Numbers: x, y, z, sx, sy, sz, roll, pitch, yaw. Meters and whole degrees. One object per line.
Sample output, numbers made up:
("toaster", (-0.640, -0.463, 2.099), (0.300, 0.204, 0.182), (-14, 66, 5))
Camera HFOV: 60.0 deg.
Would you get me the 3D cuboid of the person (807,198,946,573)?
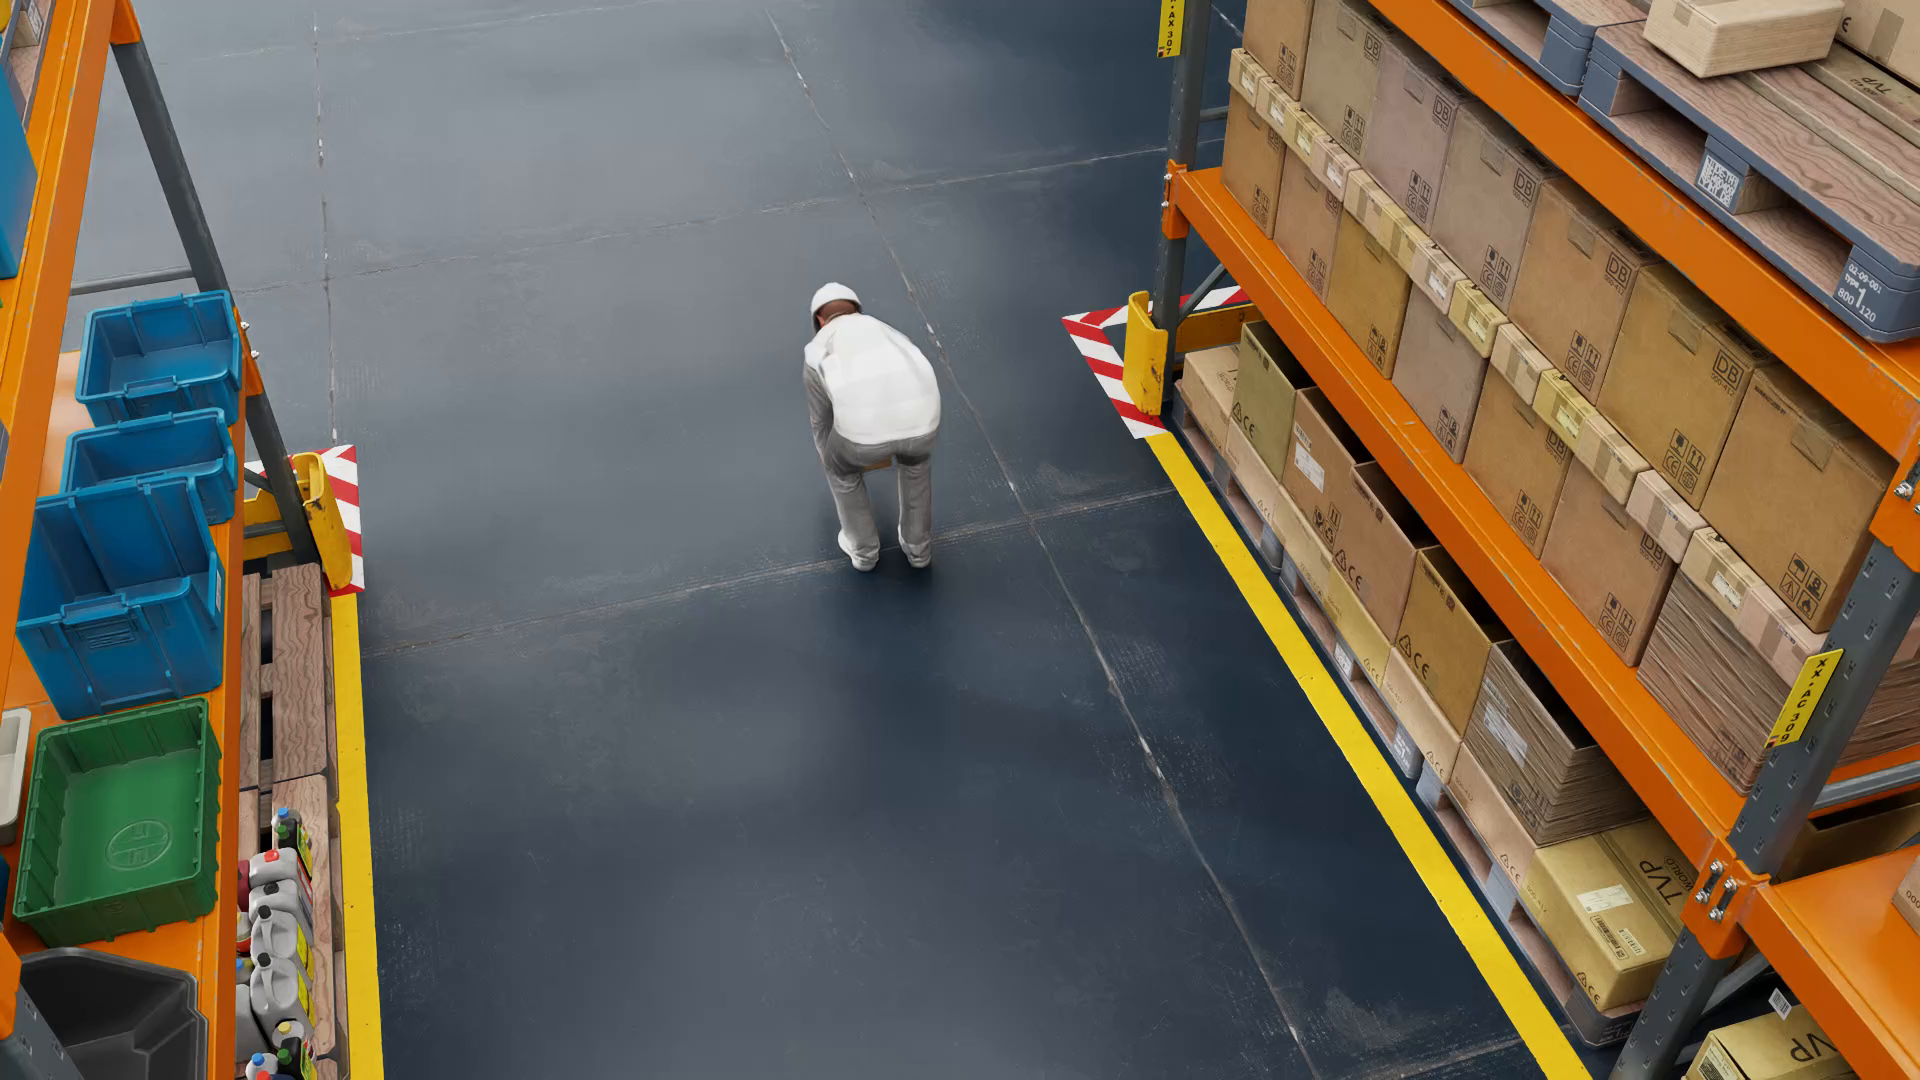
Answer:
("person", (-0.342, -0.570, 6.776), (0.579, 1.769, 0.476), (-14, 44, -15))
